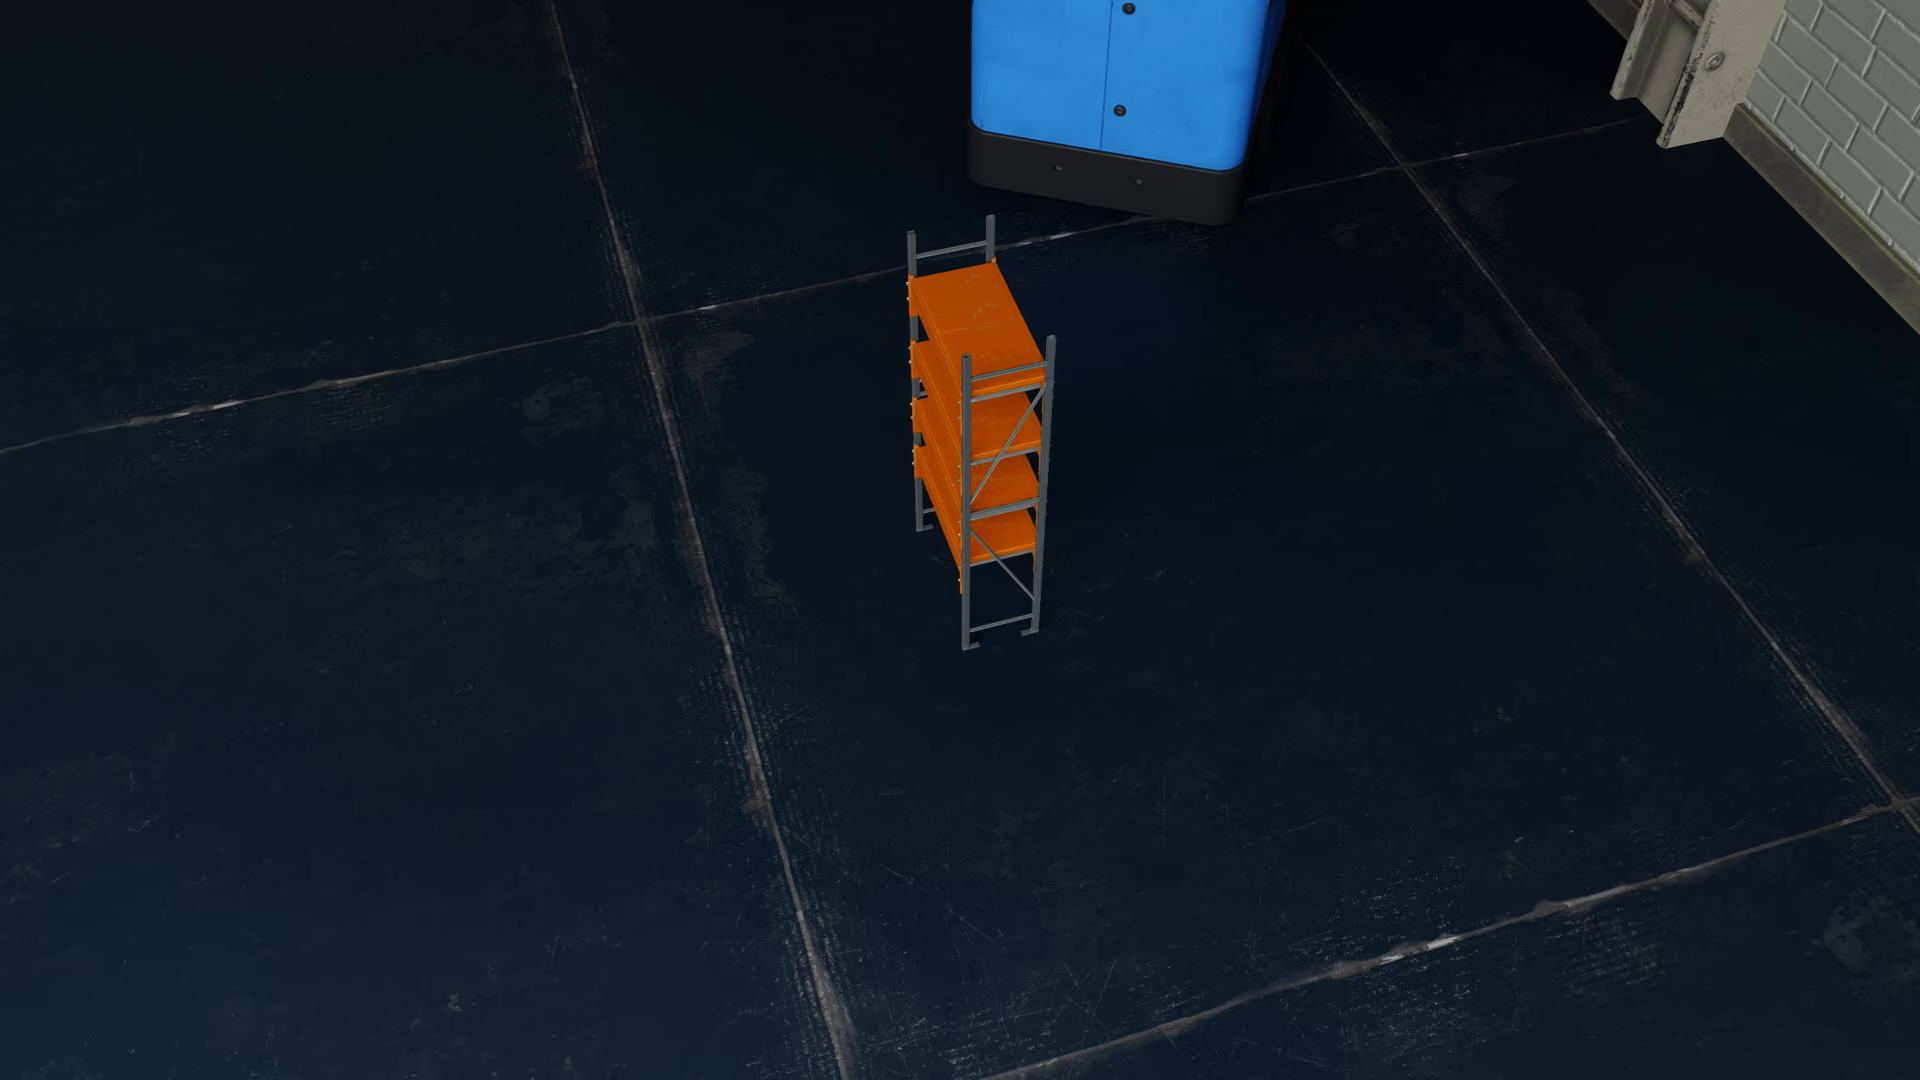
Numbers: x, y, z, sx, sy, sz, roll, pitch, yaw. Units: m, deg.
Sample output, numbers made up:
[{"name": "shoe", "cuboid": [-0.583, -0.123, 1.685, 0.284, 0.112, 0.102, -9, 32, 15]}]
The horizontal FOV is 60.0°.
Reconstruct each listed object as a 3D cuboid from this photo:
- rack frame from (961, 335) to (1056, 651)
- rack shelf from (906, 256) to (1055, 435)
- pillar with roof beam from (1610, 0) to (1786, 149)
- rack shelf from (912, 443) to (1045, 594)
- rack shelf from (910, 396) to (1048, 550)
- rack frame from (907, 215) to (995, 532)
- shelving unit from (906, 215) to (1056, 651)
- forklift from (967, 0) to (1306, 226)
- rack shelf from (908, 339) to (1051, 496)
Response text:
[{"name": "rack frame", "cuboid": [0.121, -0.088, 4.539, 0.240, 1.200, 0.015, -13, 51, -11]}, {"name": "rack shelf", "cuboid": [0.049, -0.519, 4.389, 0.258, 0.148, 0.480, -13, 51, -11]}, {"name": "pillar with roof beam", "cuboid": [-1.256, -3.647, 2.439, 9.100, 9.000, 0.400, -13, 51, -11]}, {"name": "rack shelf", "cuboid": [0.049, -0.094, 4.893, 0.258, 0.148, 0.480, -13, 51, -11]}, {"name": "rack shelf", "cuboid": [0.049, -0.222, 4.741, 0.258, 0.148, 0.480, -13, 51, -11]}, {"name": "rack frame", "cuboid": [-0.023, -0.444, 4.840, 0.240, 1.200, 0.015, -13, 51, -11]}, {"name": "shelving unit", "cuboid": [0.049, -0.266, 4.689, 0.258, 1.200, 0.503, -13, 51, -11]}, {"name": "forklift", "cuboid": [0.916, -3.260, 6.081, 1.130, 2.935, 3.031, 12, 51, 10]}, {"name": "rack shelf", "cuboid": [0.049, -0.367, 4.570, 0.258, 0.148, 0.480, -13, 51, -11]}]
